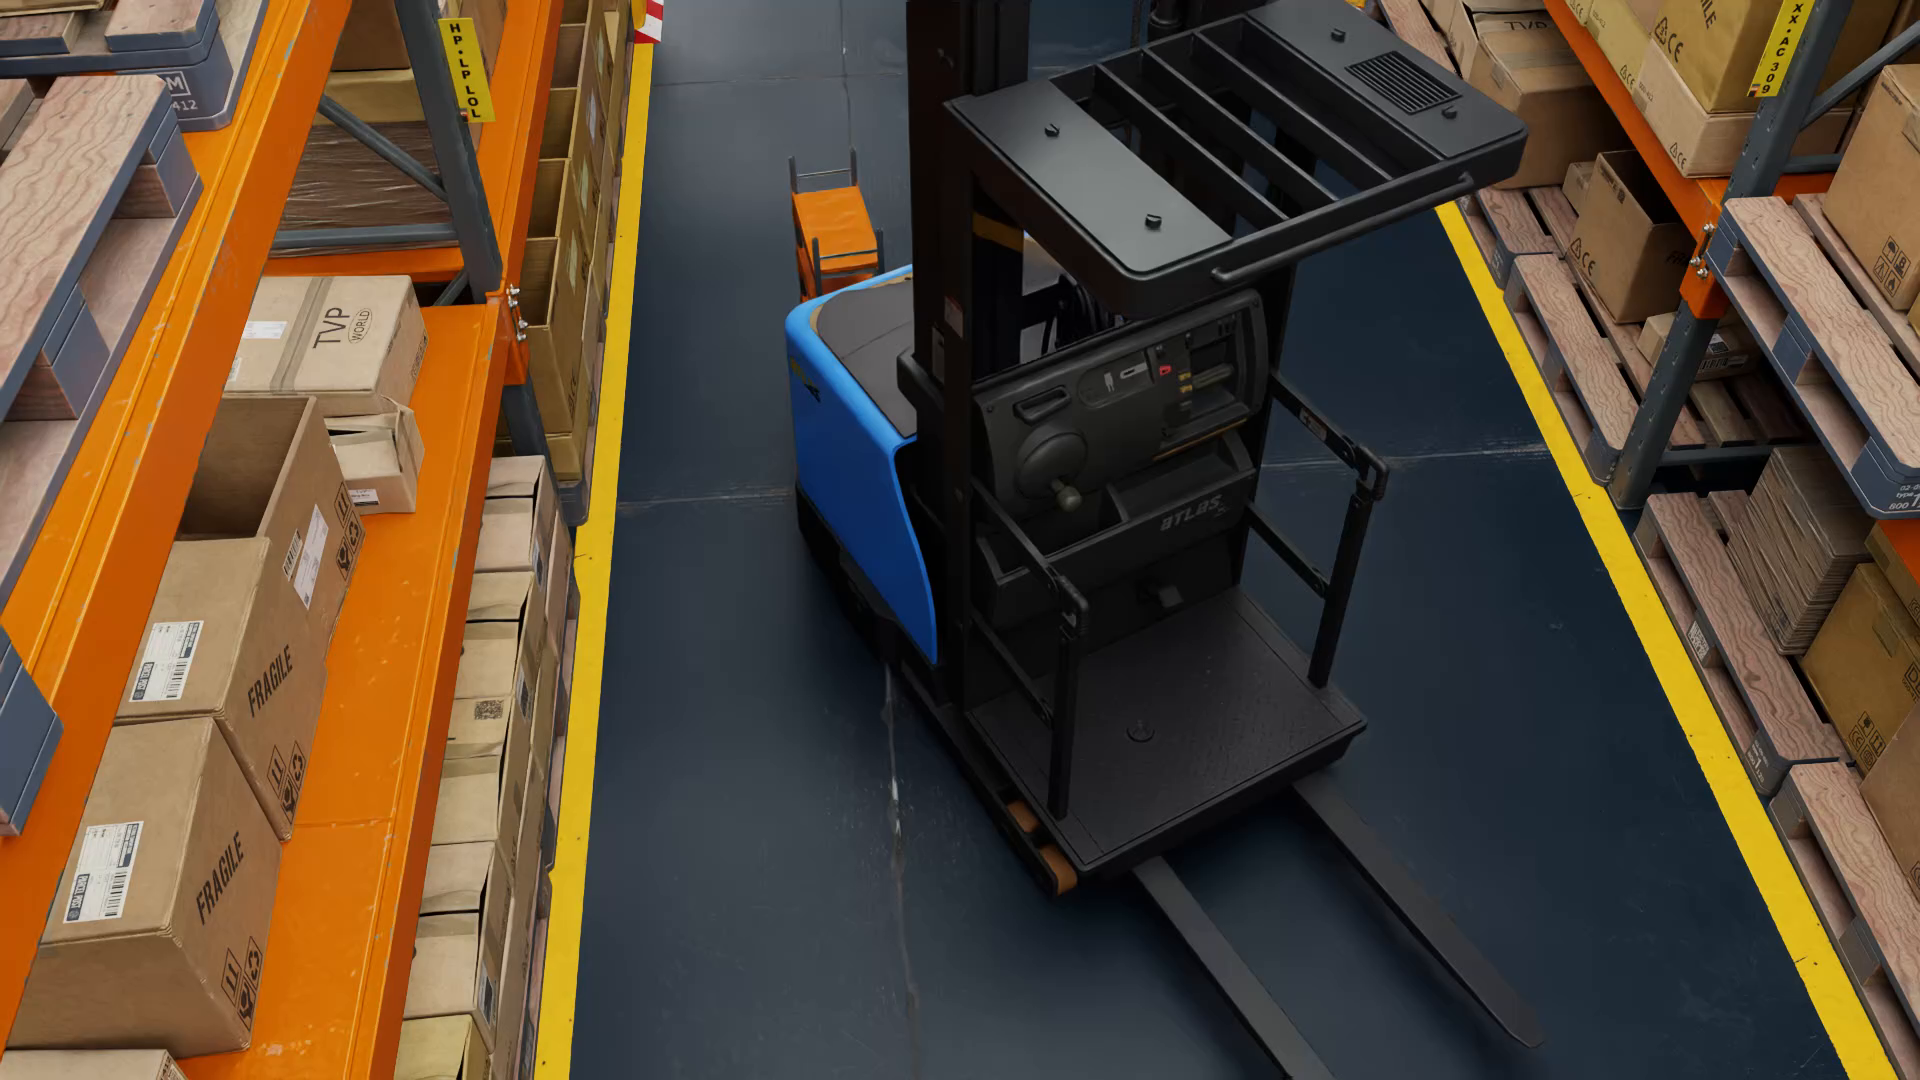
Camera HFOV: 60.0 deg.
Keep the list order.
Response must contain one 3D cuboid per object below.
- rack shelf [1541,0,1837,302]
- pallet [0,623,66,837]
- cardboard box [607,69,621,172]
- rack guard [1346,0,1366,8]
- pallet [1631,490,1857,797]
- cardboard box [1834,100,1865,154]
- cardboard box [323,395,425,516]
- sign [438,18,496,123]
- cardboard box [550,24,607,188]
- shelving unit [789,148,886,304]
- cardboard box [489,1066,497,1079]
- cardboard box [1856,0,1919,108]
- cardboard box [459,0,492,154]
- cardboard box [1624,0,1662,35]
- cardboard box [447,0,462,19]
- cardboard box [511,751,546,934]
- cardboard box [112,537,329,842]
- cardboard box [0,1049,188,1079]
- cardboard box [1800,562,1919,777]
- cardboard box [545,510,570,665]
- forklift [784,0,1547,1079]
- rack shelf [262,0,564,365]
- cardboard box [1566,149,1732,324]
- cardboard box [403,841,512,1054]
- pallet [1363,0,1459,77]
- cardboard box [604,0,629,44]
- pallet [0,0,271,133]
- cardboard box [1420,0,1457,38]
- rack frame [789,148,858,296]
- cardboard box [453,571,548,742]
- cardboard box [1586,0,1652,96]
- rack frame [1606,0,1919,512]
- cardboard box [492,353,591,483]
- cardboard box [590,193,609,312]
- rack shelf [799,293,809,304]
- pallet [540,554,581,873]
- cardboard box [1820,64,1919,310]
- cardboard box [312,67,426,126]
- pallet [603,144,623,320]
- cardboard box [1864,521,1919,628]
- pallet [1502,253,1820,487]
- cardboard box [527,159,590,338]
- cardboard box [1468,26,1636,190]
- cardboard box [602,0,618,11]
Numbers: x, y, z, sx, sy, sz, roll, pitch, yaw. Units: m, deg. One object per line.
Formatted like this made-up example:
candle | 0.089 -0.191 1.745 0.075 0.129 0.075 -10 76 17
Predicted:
rack shelf | 2.836 -2.414 6.966 1.077 0.370 4.000 -3 47 -3
pallet | -1.744 0.531 1.745 1.213 0.211 1.003 -2 47 -1
cardboard box | -1.831 -1.911 7.599 0.500 0.250 0.500 -3 47 -3
rack guard | 2.675 -3.194 8.931 1.175 0.500 0.348 -3 47 -3
pallet | 3.070 0.307 5.813 1.003 0.211 1.213 -3 47 -3
cardboard box | 3.177 -1.523 5.716 0.500 0.250 0.500 -3 47 -3
cardboard box | -1.676 -0.240 4.504 0.396 0.266 0.258 -5 47 -4
sign | -1.393 -1.322 4.693 0.100 0.325 0.005 -3 47 -3
cardboard box | -1.787 -1.807 6.984 0.500 0.500 0.500 -3 47 -3
shelving unit | -0.433 -0.784 6.166 0.258 1.200 0.503 -10 47 -9
cardboard box | -1.442 1.648 4.228 0.500 0.250 0.500 -5 47 -4
cardboard box | 3.172 -1.781 5.443 0.500 0.500 0.500 -4 47 -4
cardboard box | -2.027 -1.647 5.675 0.700 0.500 0.500 -4 47 -4
cardboard box | 2.608 -2.112 5.757 0.500 0.500 0.500 -4 47 -4
cardboard box | -1.807 -1.743 5.319 0.380 0.149 0.250 -5 47 -4
cardboard box | -1.525 0.909 4.928 0.500 0.250 0.500 -3 47 -2
cardboard box | -1.799 0.355 3.779 0.500 0.500 0.500 -3 47 -3
cardboard box | -1.761 1.150 3.268 0.380 0.149 0.250 0 47 0
cardboard box | 3.175 0.396 5.228 0.700 0.500 0.500 -4 47 -4
cardboard box | -1.609 0.173 5.625 0.500 0.250 0.500 -4 47 -4
forklift | 0.581 -0.290 4.506 1.130 2.935 3.031 -23 51 -20
rack shelf | -2.100 -2.110 6.678 1.077 0.370 4.000 -3 47 -3
cardboard box | 2.876 -1.255 6.791 0.500 0.500 0.500 -7 47 -6
cardboard box | -1.486 1.074 4.385 0.500 0.311 0.500 -4 47 -4
pallet | 2.707 -2.505 8.477 1.003 0.211 1.213 -3 47 -3
cardboard box | -1.928 -2.634 8.283 0.500 0.250 0.500 -3 47 -3
pallet | -1.846 -1.239 3.423 0.805 0.209 1.217 -5 47 -5
cardboard box | 2.637 -2.829 8.413 0.500 0.311 0.500 -8 47 -8
rack frame | -0.488 -0.957 6.330 0.240 1.200 0.015 -10 47 -9
cardboard box | -1.563 0.349 5.072 0.500 0.311 0.500 -2 47 -2
cardboard box | 2.628 -1.855 6.031 0.500 0.250 0.500 -3 47 -3
rack frame | 3.003 -1.215 5.334 1.000 3.000 0.127 -3 47 -3
cardboard box | -1.670 -0.464 6.228 0.500 0.250 0.500 -3 47 -3
cardboard box | -1.743 -1.188 6.914 0.500 0.250 0.500 -3 47 -3
rack shelf | -0.433 -0.738 6.215 0.258 0.148 0.480 -10 47 -9
pallet | -1.832 0.579 5.557 1.003 0.211 1.213 -3 47 -3
cardboard box | 3.012 -1.030 4.788 0.700 0.500 0.500 -3 47 -3
cardboard box | -1.762 -1.374 4.970 0.380 0.149 0.250 -4 47 -3
pallet | -2.063 -1.415 7.444 1.003 0.211 1.213 -3 47 -3
cardboard box | 3.122 0.086 5.005 0.500 0.250 0.500 -4 47 -4
pallet | 2.912 -0.740 6.805 1.003 0.211 1.213 -3 47 -3
cardboard box | -1.709 -1.083 6.298 0.500 0.500 0.500 -3 47 -3
cardboard box | 2.696 -1.948 7.448 0.700 0.500 0.500 -6 47 -6
cardboard box | -1.926 -2.892 8.011 0.500 0.500 0.500 -3 47 -3
